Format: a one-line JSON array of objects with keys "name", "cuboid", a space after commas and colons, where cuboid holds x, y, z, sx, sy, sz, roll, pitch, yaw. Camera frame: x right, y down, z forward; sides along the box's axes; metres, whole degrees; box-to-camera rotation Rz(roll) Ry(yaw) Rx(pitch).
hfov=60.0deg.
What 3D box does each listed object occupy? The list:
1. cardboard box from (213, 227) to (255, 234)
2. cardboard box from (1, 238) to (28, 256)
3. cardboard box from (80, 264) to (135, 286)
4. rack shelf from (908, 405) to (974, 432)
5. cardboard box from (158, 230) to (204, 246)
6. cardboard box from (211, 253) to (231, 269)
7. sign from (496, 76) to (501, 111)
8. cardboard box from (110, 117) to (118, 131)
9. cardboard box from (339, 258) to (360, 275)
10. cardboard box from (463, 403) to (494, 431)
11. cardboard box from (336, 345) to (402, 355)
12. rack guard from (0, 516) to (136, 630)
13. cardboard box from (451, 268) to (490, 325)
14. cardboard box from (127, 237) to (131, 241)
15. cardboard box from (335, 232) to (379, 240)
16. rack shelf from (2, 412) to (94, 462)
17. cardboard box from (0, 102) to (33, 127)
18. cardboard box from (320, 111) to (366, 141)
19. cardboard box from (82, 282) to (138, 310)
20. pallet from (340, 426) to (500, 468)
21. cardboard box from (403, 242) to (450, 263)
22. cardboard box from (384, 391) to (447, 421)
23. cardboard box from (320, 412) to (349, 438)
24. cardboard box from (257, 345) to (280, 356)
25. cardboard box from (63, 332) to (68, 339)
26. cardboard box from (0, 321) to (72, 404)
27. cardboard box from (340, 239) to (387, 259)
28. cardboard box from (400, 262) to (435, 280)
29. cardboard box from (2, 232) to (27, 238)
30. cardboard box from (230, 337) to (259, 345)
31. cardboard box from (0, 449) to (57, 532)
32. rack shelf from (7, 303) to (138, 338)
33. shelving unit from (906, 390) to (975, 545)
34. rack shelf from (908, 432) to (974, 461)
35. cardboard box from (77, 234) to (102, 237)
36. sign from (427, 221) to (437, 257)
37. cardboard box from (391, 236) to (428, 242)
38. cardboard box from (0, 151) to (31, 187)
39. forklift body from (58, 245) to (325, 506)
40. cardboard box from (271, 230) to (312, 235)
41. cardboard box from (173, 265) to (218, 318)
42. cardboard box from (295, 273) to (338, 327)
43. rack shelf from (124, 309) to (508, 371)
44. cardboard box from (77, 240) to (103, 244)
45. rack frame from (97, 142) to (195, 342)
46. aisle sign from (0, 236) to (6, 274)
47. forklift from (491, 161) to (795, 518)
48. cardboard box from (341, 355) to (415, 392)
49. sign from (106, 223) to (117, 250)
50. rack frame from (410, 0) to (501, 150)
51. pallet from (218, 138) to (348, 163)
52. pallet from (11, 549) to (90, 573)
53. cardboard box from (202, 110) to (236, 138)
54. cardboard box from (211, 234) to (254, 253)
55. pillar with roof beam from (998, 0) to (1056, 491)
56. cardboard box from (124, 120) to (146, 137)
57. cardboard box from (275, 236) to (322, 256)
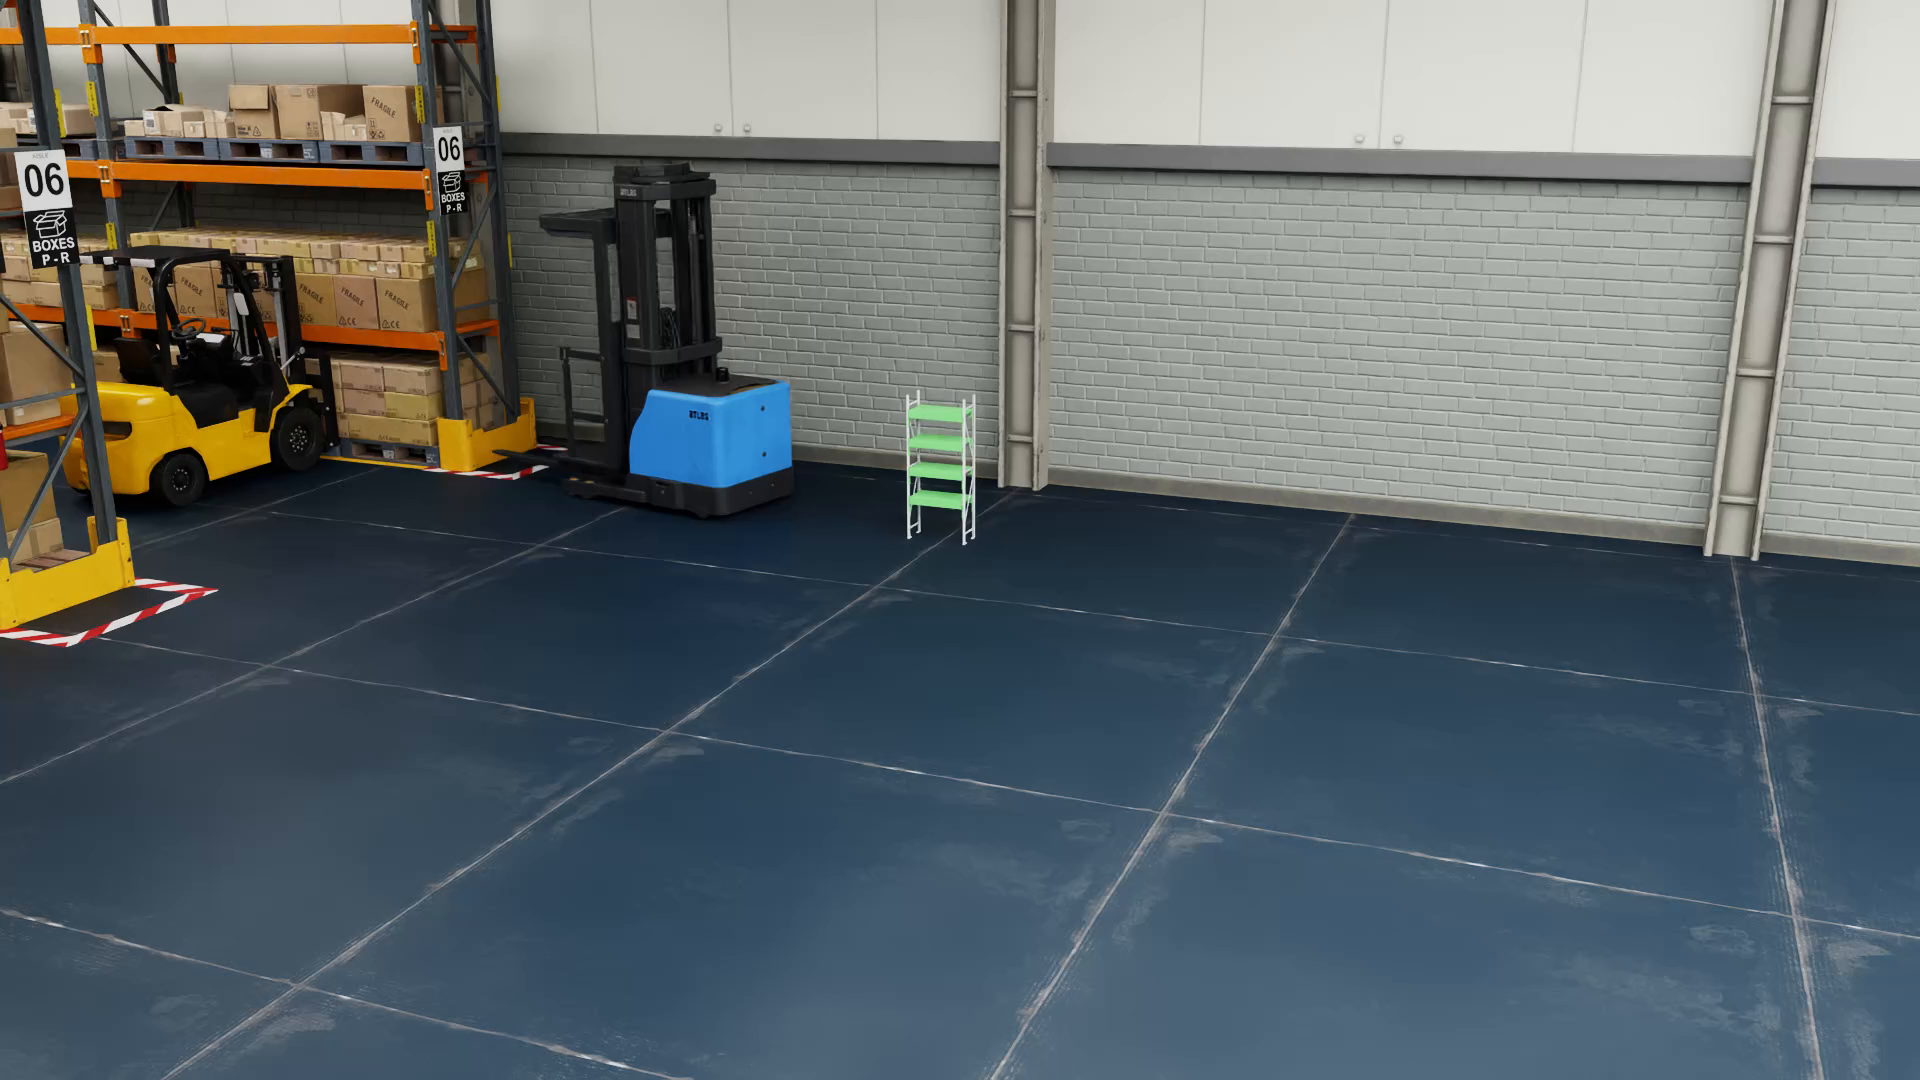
[{"name": "cardboard box", "cuboid": [-7.522, -3.157, 17.292, 0.250, 0.149, 0.380, 6, 17, 20]}, {"name": "cardboard box", "cuboid": [-9.998, -3.129, 17.729, 0.250, 0.149, 0.380, 6, 17, 21]}, {"name": "cardboard box", "cuboid": [-8.950, -2.821, 17.383, 0.500, 0.250, 0.500, 6, 17, 19]}, {"name": "rack shelf", "cuboid": [-0.154, -0.993, 13.449, 0.480, 0.148, 0.258, 6, 17, 21]}, {"name": "cardboard box", "cuboid": [-7.929, -3.063, 16.968, 0.250, 0.149, 0.380, 7, 17, 21]}, {"name": "cardboard box", "cuboid": [-7.260, -2.811, 16.632, 0.250, 0.149, 0.380, 6, 17, 20]}, {"name": "sign", "cuboid": [-4.469, -4.302, 16.020, 0.005, 0.325, 0.100, 6, 17, 21]}, {"name": "cardboard box", "cuboid": [-9.117, -4.376, 17.506, 0.250, 0.149, 0.380, 6, 17, 21]}, {"name": "cardboard box", "cuboid": [-5.798, -2.671, 16.152, 0.250, 0.149, 0.380, 6, 17, 20]}, {"name": "cardboard box", "cuboid": [-5.063, -1.242, 16.750, 0.500, 0.250, 0.500, 6, 17, 21]}, {"name": "cardboard box", "cuboid": [-5.983, -1.824, 16.960, 0.500, 0.250, 0.500, 6, 17, 20]}, {"name": "rack guard", "cuboid": [-6.567, 0.221, 12.017, 0.348, 0.500, 1.175, 6, 17, 21]}, {"name": "cardboard box", "cuboid": [-5.037, -2.431, 16.487, 0.500, 0.500, 0.500, 7, 18, 22]}, {"name": "cardboard box", "cuboid": [-8.878, -3.161, 17.840, 0.250, 0.149, 0.380, 6, 17, 19]}, {"name": "cardboard box", "cuboid": [-6.081, -3.013, 16.795, 0.250, 0.149, 0.380, 6, 17, 19]}, {"name": "rack shelf", "cuboid": [-8.357, -0.831, 12.447, 4.000, 0.370, 1.077, 6, 17, 21]}, {"name": "cardboard box", "cuboid": [-9.876, -4.406, 17.317, 0.500, 0.311, 0.500, 6, 17, 19]}, {"name": "cardboard box", "cuboid": [-5.797, -3.917, 15.716, 0.258, 0.266, 0.396, 6, 17, 21]}, {"name": "cardboard box", "cuboid": [-8.964, -2.581, 17.452, 0.500, 0.250, 0.500, 7, 17, 22]}, {"name": "pallet", "cuboid": [-5.405, -0.988, 16.699, 1.213, 0.211, 1.003, 6, 17, 21]}, {"name": "cardboard box", "cuboid": [-5.089, -2.744, 15.870, 0.250, 0.149, 0.380, 6, 17, 21]}, {"name": "cardboard box", "cuboid": [-5.246, -1.350, 16.225, 0.500, 0.250, 0.500, 6, 17, 20]}, {"name": "cardboard box", "cuboid": [-6.153, -1.214, 16.654, 0.500, 0.250, 0.500, 6, 17, 21]}, {"name": "cardboard box", "cuboid": [-7.125, -1.797, 16.868, 0.500, 0.250, 0.500, 7, 18, 23]}, {"name": "cardboard box", "cuboid": [-10.308, -1.939, 18.477, 0.625, 0.625, 0.875, 6, 17, 18]}, {"name": "cardboard box", "cuboid": [-6.835, -1.283, 12.001, 0.500, 0.500, 0.500, 6, 17, 20]}, {"name": "cardboard box", "cuboid": [-5.787, -2.826, 16.151, 0.250, 0.149, 0.380, 6, 17, 21]}, {"name": "cardboard box", "cuboid": [-5.104, -2.582, 15.845, 0.250, 0.149, 0.380, 7, 17, 21]}, {"name": "cardboard box", "cuboid": [-10.308, -3.305, 18.335, 0.250, 0.149, 0.380, 7, 18, 22]}, {"name": "cardboard box", "cuboid": [-7.394, -1.982, 17.507, 0.500, 0.250, 0.500, 6, 17, 20]}, {"name": "cardboard box", "cuboid": [-7.167, -0.370, 12.401, 0.500, 0.500, 0.500, 6, 17, 19]}, {"name": "rack shelf", "cuboid": [-10.260, -2.528, 18.292, 4.000, 0.370, 1.077, 6, 17, 21]}, {"name": "shelving unit", "cuboid": [-0.154, -0.593, 13.565, 0.503, 1.200, 0.258, 6, 17, 21]}, {"name": "rack shelf", "cuboid": [-0.154, -0.762, 13.516, 0.480, 0.148, 0.258, 6, 17, 21]}, {"name": "cardboard box", "cuboid": [-9.577, -3.240, 18.110, 0.250, 0.149, 0.380, 6, 17, 21]}, {"name": "sign", "cuboid": [-4.890, -2.790, 15.404, 0.005, 0.325, 0.100, 6, 17, 21]}, {"name": "cardboard box", "cuboid": [-5.394, -2.911, 16.444, 0.250, 0.149, 0.380, 7, 17, 22]}, {"name": "cardboard box", "cuboid": [-6.866, -2.604, 11.619, 0.500, 0.250, 0.500, 6, 17, 20]}, {"name": "forklift body", "cuboid": [-7.112, -1.573, 15.235, 1.214, 2.155, 2.313, 6, 17, 21]}, {"name": "cardboard box", "cuboid": [-6.812, -3.078, 17.019, 0.250, 0.149, 0.380, 6, 17, 20]}, {"name": "cardboard box", "cuboid": [-7.592, -2.555, 16.915, 0.500, 0.500, 0.500, 7, 17, 22]}, {"name": "cardboard box", "cuboid": [-6.189, -2.398, 16.374, 0.500, 0.500, 0.500, 6, 17, 20]}, {"name": "rack shelf", "cuboid": [-6.539, -2.119, 16.883, 4.000, 0.370, 1.077, 6, 17, 21]}, {"name": "cardboard box", "cuboid": [-9.254, -3.066, 17.513, 0.250, 0.149, 0.380, 6, 17, 21]}, {"name": "rack frame", "cuboid": [-8.399, -2.669, 17.487, 0.127, 3.000, 1.000, 6, 17, 21]}, {"name": "aisle sign", "cuboid": [-6.545, -2.139, 10.999, 0.004, 0.787, 0.394, 6, 17, 21]}, {"name": "forklift", "cuboid": [-2.998, -1.886, 14.914, 3.031, 2.935, 1.130, 10, 19, 31]}, {"name": "cardboard box", "cuboid": [-5.698, -1.638, 16.322, 0.500, 0.250, 0.500, 7, 17, 22]}, {"name": "sign", "cuboid": [-8.589, -3.045, 16.849, 0.005, 0.325, 0.100, 6, 17, 21]}, {"name": "rack frame", "cuboid": [-4.678, -5.141, 15.241, 0.127, 3.000, 1.000, 6, 17, 21]}, {"name": "pallet", "cuboid": [-6.465, -3.861, 16.373, 1.213, 0.211, 1.003, 6, 17, 21]}, {"name": "pallet", "cuboid": [-7.310, 0.267, 12.375, 1.213, 0.211, 1.003, 6, 17, 21]}, {"name": "cardboard box", "cuboid": [-7.130, -4.064, 16.221, 0.258, 0.266, 0.396, 6, 17, 19]}, {"name": "cardboard box", "cuboid": [-7.242, -2.962, 16.621, 0.250, 0.149, 0.380, 6, 17, 20]}, {"name": "pillar with roof beam", "cuboid": [-0.993, -3.716, 10.332, 0.400, 9.000, 9.100, 6, 17, 21]}, {"name": "cardboard box", "cuboid": [-8.093, -4.114, 16.602, 0.250, 0.149, 0.380, 7, 17, 22]}, {"name": "cardboard box", "cuboid": [-6.518, -2.900, 16.405, 0.250, 0.149, 0.380, 7, 17, 21]}]
